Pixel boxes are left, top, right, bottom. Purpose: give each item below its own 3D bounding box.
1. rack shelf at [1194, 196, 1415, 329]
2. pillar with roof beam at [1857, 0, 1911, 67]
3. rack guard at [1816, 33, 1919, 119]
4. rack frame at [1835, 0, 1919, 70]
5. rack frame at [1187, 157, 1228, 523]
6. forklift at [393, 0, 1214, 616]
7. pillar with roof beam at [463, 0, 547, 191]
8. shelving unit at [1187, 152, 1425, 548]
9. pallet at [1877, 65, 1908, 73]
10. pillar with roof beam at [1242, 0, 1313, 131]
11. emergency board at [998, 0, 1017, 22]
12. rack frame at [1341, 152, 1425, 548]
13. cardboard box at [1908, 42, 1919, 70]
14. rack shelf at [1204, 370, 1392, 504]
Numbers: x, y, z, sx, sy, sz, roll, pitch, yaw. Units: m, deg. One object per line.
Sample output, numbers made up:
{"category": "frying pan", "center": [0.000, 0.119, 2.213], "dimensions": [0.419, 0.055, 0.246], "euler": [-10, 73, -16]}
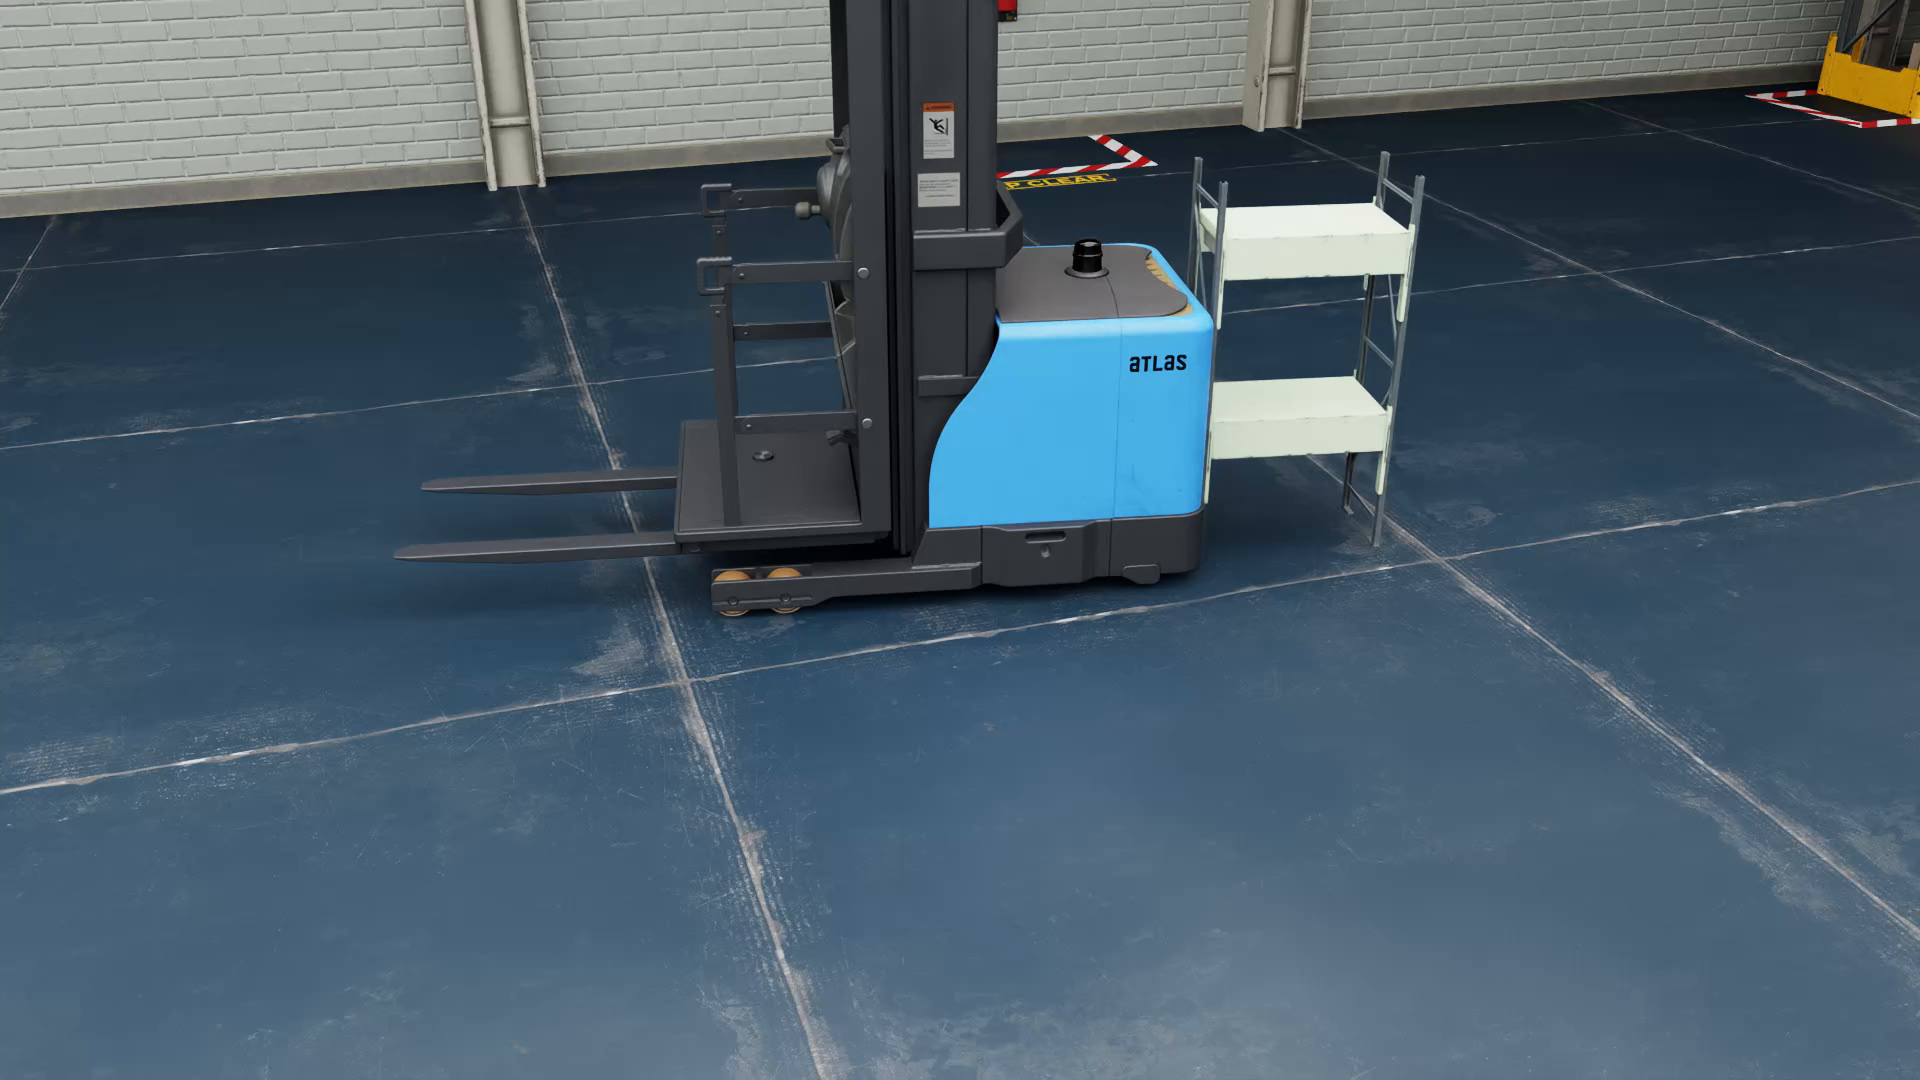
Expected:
{"category": "rack shelf", "center": [1.287, -1.059, 6.319], "dimensions": [0.720, 0.370, 0.431], "euler": [-3, 27, -6]}
{"category": "pillar with roof beam", "center": [9.572, -6.411, 9.544], "dimensions": [0.400, 9.000, 9.100], "euler": [-8, 28, -16]}
{"category": "rack guard", "center": [7.913, -3.973, 14.191], "dimensions": [0.348, 0.500, 1.175], "euler": [-8, 28, -16]}
{"category": "rack frame", "center": [7.841, -5.082, 13.614], "dimensions": [0.127, 3.000, 1.000], "euler": [-8, 28, -16]}
{"category": "rack frame", "center": [0.923, -0.690, 6.452], "dimensions": [0.023, 1.500, 0.400], "euler": [-3, 27, -6]}
{"category": "forklift", "center": [-0.626, -1.278, 6.029], "dimensions": [3.031, 2.935, 1.130], "euler": [-3, 27, -6]}
{"category": "pillar with roof beam", "center": [-1.838, -4.759, 6.216], "dimensions": [0.400, 9.000, 9.100], "euler": [-8, 28, -16]}
{"category": "shelving unit", "center": [1.287, -0.709, 6.492], "dimensions": [0.755, 1.500, 0.431], "euler": [-3, 27, -6]}
{"category": "pallet", "center": [8.697, -3.941, 14.450], "dimensions": [1.213, 0.211, 1.003], "euler": [-8, 28, -16]}
{"category": "pillar with roof beam", "center": [3.867, -5.585, 7.880], "dimensions": [0.400, 9.000, 9.100], "euler": [-8, 28, -16]}
{"category": "emergency board", "center": [0.172, -4.394, 12.227], "dimensions": [0.643, 1.169, 0.194], "euler": [-8, 28, -16]}
{"category": "rack frame", "center": [1.650, -0.729, 6.532], "dimensions": [0.023, 1.500, 0.400], "euler": [-3, 27, -6]}
{"category": "cardboard box", "center": [8.527, -4.132, 14.229], "dimensions": [0.500, 0.311, 0.500], "euler": [-12, 29, -22]}
{"category": "rack shelf", "center": [1.287, -0.417, 6.637], "dimensions": [0.720, 0.370, 0.431], "euler": [-3, 27, -6]}
